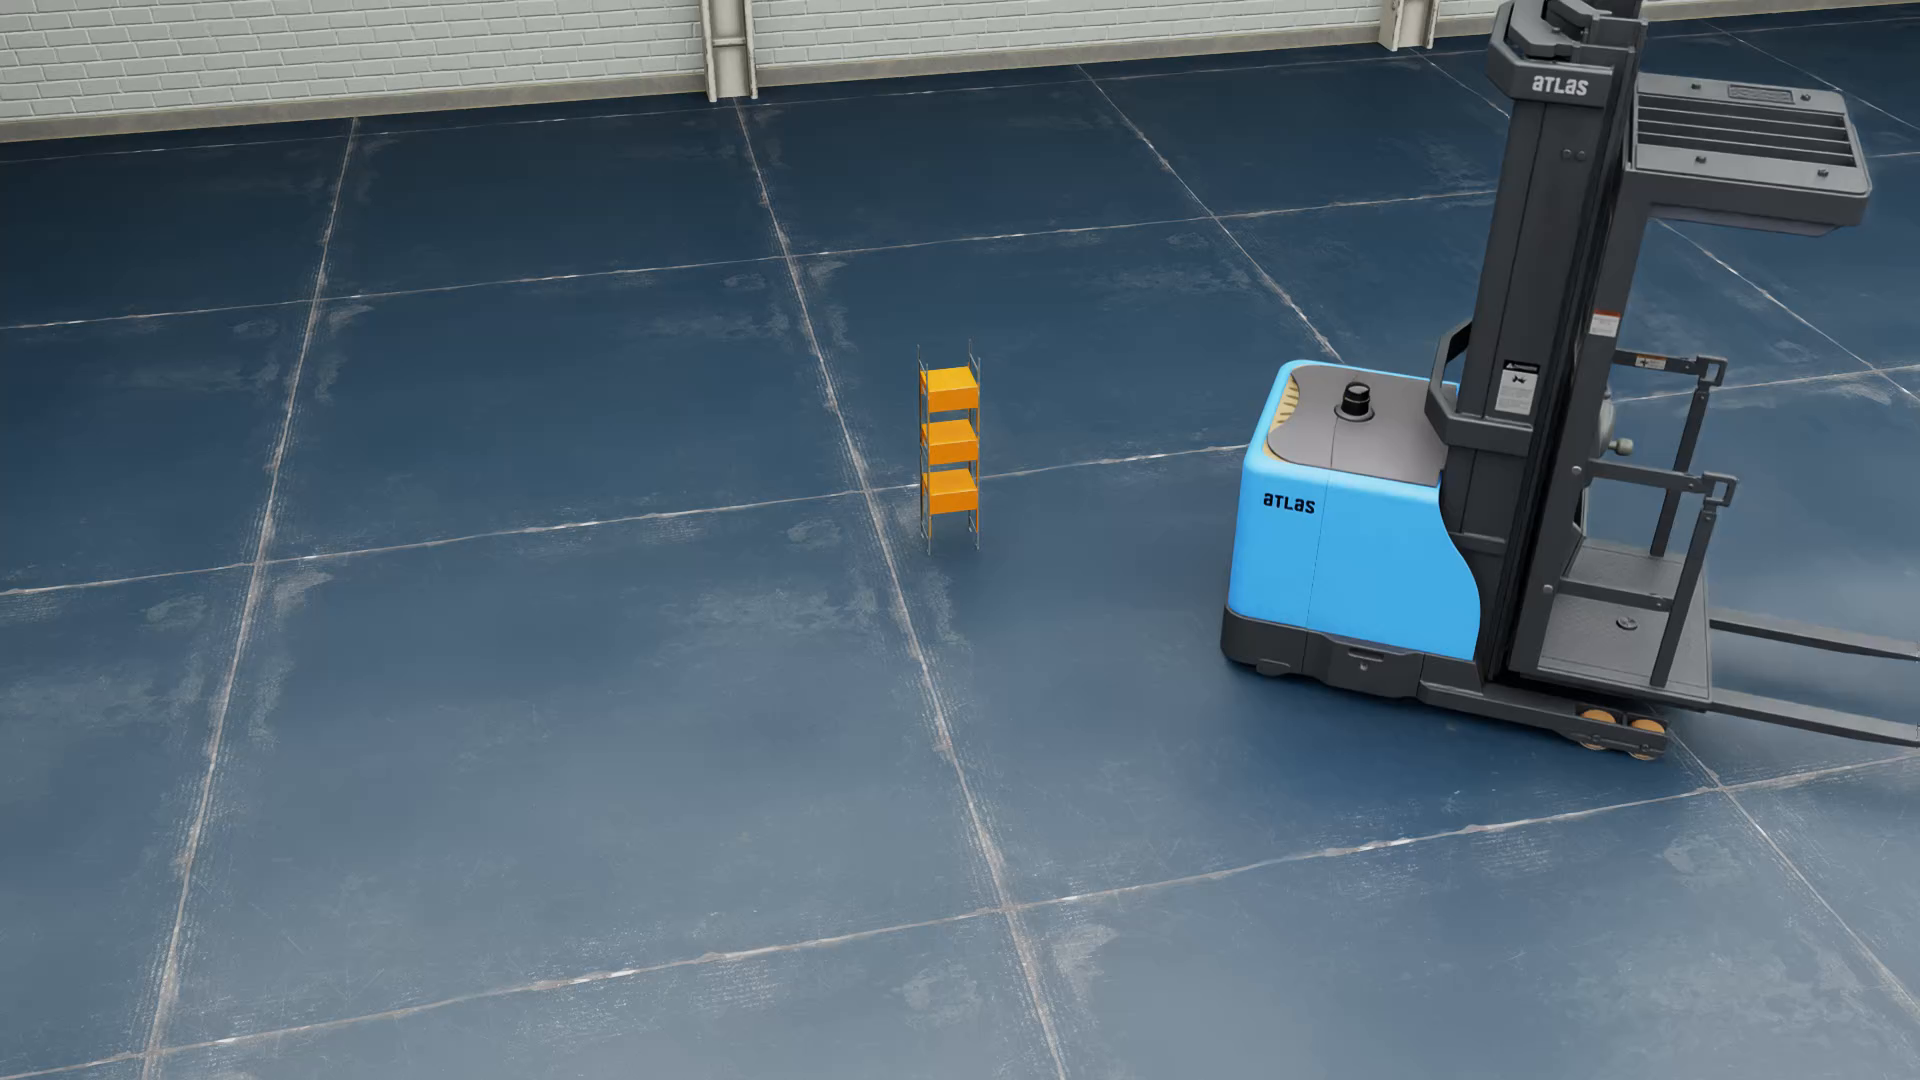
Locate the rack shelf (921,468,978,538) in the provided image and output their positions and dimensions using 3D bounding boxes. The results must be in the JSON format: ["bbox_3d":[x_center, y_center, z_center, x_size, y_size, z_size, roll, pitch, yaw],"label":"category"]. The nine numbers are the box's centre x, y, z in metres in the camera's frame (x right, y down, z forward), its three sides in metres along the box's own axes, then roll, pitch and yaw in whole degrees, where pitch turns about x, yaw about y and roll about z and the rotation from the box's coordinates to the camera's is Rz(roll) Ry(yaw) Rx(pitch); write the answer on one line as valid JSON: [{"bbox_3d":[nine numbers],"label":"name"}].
[{"bbox_3d":[-0.052,-0.190,8.108,0.240,0.259,0.215,-7,35,-11],"label":"rack shelf"}]

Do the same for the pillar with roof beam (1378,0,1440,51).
[{"bbox_3d":[4.917,-5.821,8.848,0.400,9.000,9.100,-7,35,-11],"label":"pillar with roof beam"}]

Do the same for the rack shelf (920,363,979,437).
[{"bbox_3d":[-0.052,-0.656,7.795,0.240,0.259,0.215,-7,35,-11],"label":"rack shelf"}]

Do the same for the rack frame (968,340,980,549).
[{"bbox_3d":[0.067,-0.444,7.970,0.008,1.050,0.200,-7,35,-11],"label":"rack frame"}]

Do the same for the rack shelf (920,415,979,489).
[{"bbox_3d":[-0.052,-0.421,7.954,0.240,0.259,0.215,-7,35,-11],"label":"rack shelf"}]

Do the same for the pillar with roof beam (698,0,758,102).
[{"bbox_3d":[-0.935,-5.083,7.749,0.400,9.000,9.100,-7,35,-11],"label":"pillar with roof beam"}]

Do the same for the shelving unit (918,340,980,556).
[{"bbox_3d":[-0.052,-0.429,7.948,0.252,1.050,0.215,-7,35,-11],"label":"shelving unit"}]

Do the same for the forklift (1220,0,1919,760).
[{"bbox_3d":[2.733,-0.640,6.574,3.031,2.935,1.130,11,35,16],"label":"forklift"}]

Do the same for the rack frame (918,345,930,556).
[{"bbox_3d":[-0.171,-0.414,7.925,0.008,1.050,0.200,-7,35,-11],"label":"rack frame"}]
